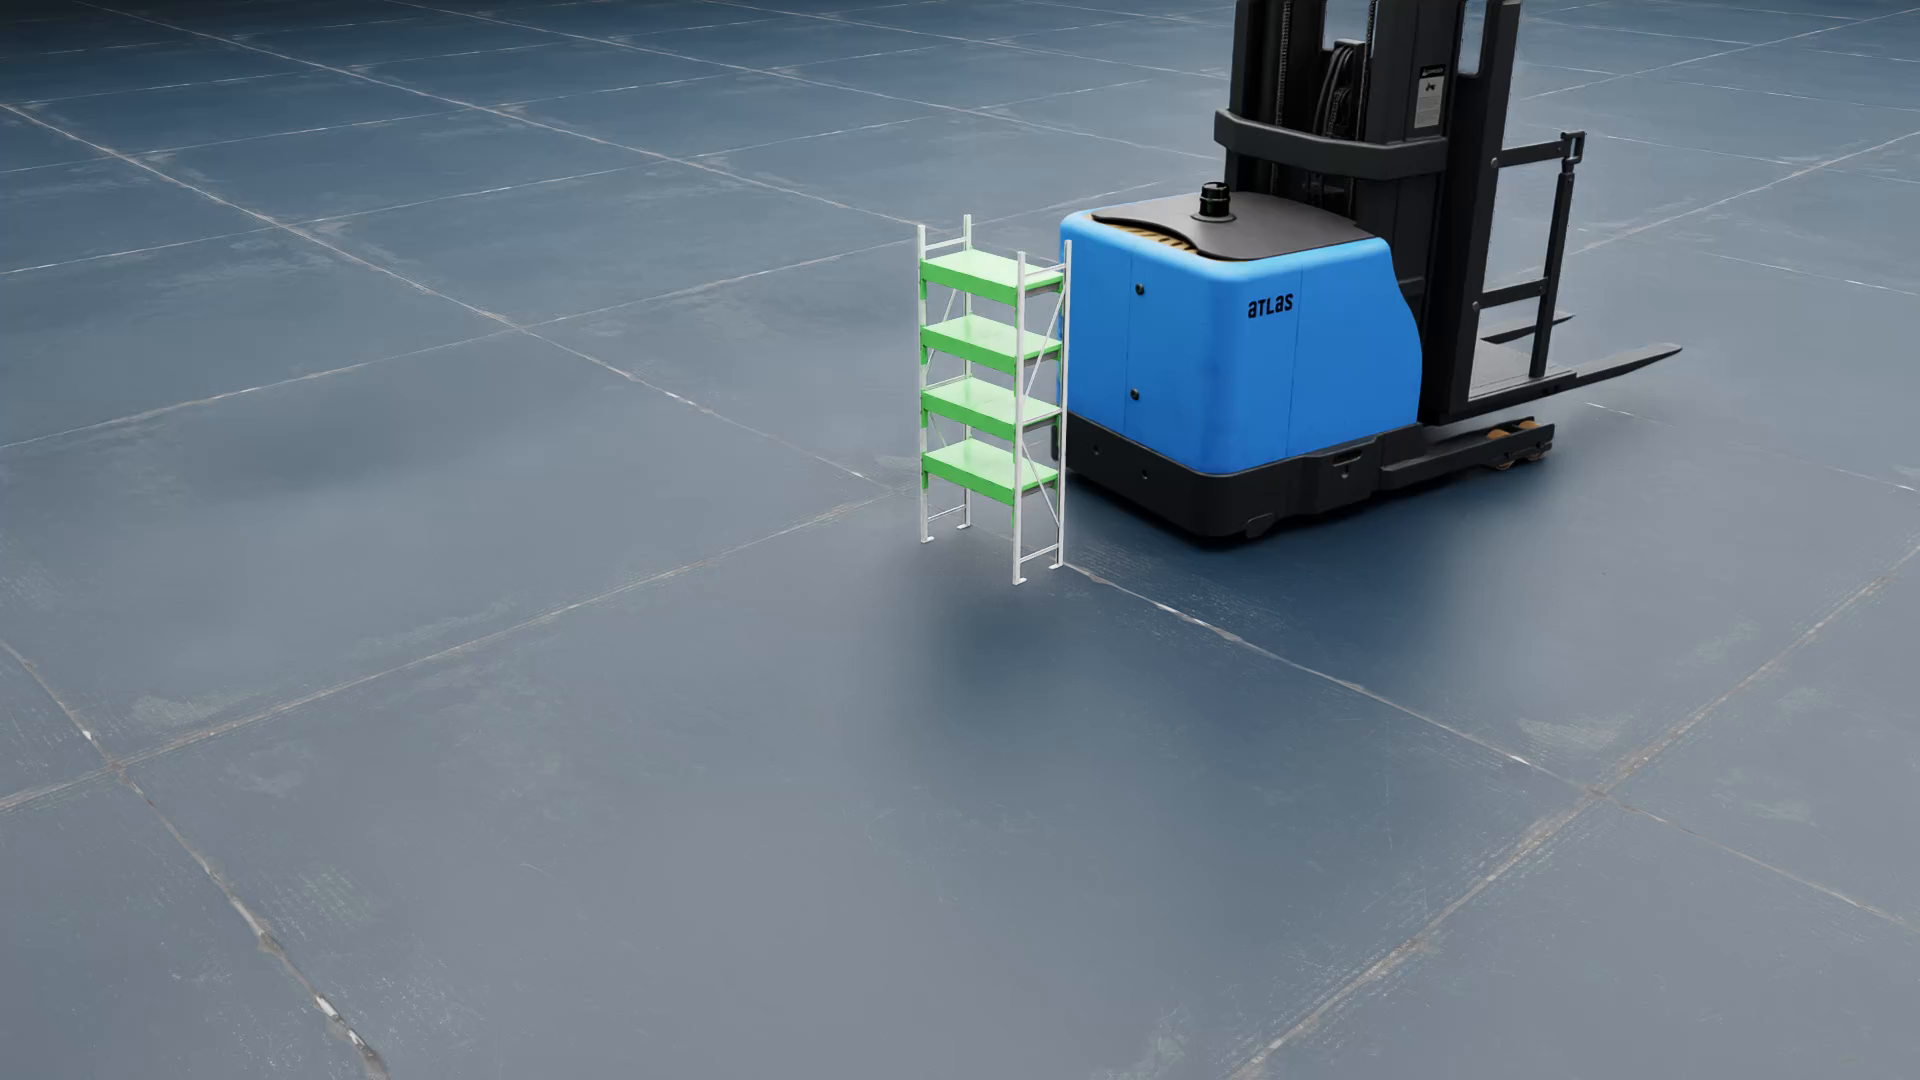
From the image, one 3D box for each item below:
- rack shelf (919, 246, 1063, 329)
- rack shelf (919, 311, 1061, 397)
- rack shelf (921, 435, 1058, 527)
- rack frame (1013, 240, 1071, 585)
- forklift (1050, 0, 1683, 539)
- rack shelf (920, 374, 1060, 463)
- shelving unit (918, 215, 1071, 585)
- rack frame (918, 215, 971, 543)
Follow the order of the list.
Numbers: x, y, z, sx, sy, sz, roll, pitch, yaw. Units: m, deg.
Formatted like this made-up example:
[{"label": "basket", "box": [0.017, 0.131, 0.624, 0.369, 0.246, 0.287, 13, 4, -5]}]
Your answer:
[{"label": "rack shelf", "box": [0.113, -0.874, 5.718, 0.258, 0.148, 0.480, -21, 32, -38]}, {"label": "rack shelf", "box": [0.113, -0.656, 5.818, 0.258, 0.148, 0.480, -21, 32, -38]}, {"label": "rack shelf", "box": [0.113, -0.219, 6.017, 0.258, 0.148, 0.480, -21, 32, -38]}, {"label": "rack frame", "box": [0.280, -0.422, 5.729, 0.240, 1.200, 0.015, -21, 32, -38]}, {"label": "forklift", "box": [1.885, -1.789, 6.641, 3.031, 2.935, 1.130, -15, 29, -30]}, {"label": "rack shelf", "box": [0.113, -0.438, 5.918, 0.258, 0.148, 0.480, -21, 32, -38]}, {"label": "shelving unit", "box": [0.113, -0.496, 5.891, 0.258, 1.200, 0.503, -21, 32, -38]}, {"label": "rack frame", "box": [-0.054, -0.570, 6.053, 0.240, 1.200, 0.015, -21, 32, -38]}]
